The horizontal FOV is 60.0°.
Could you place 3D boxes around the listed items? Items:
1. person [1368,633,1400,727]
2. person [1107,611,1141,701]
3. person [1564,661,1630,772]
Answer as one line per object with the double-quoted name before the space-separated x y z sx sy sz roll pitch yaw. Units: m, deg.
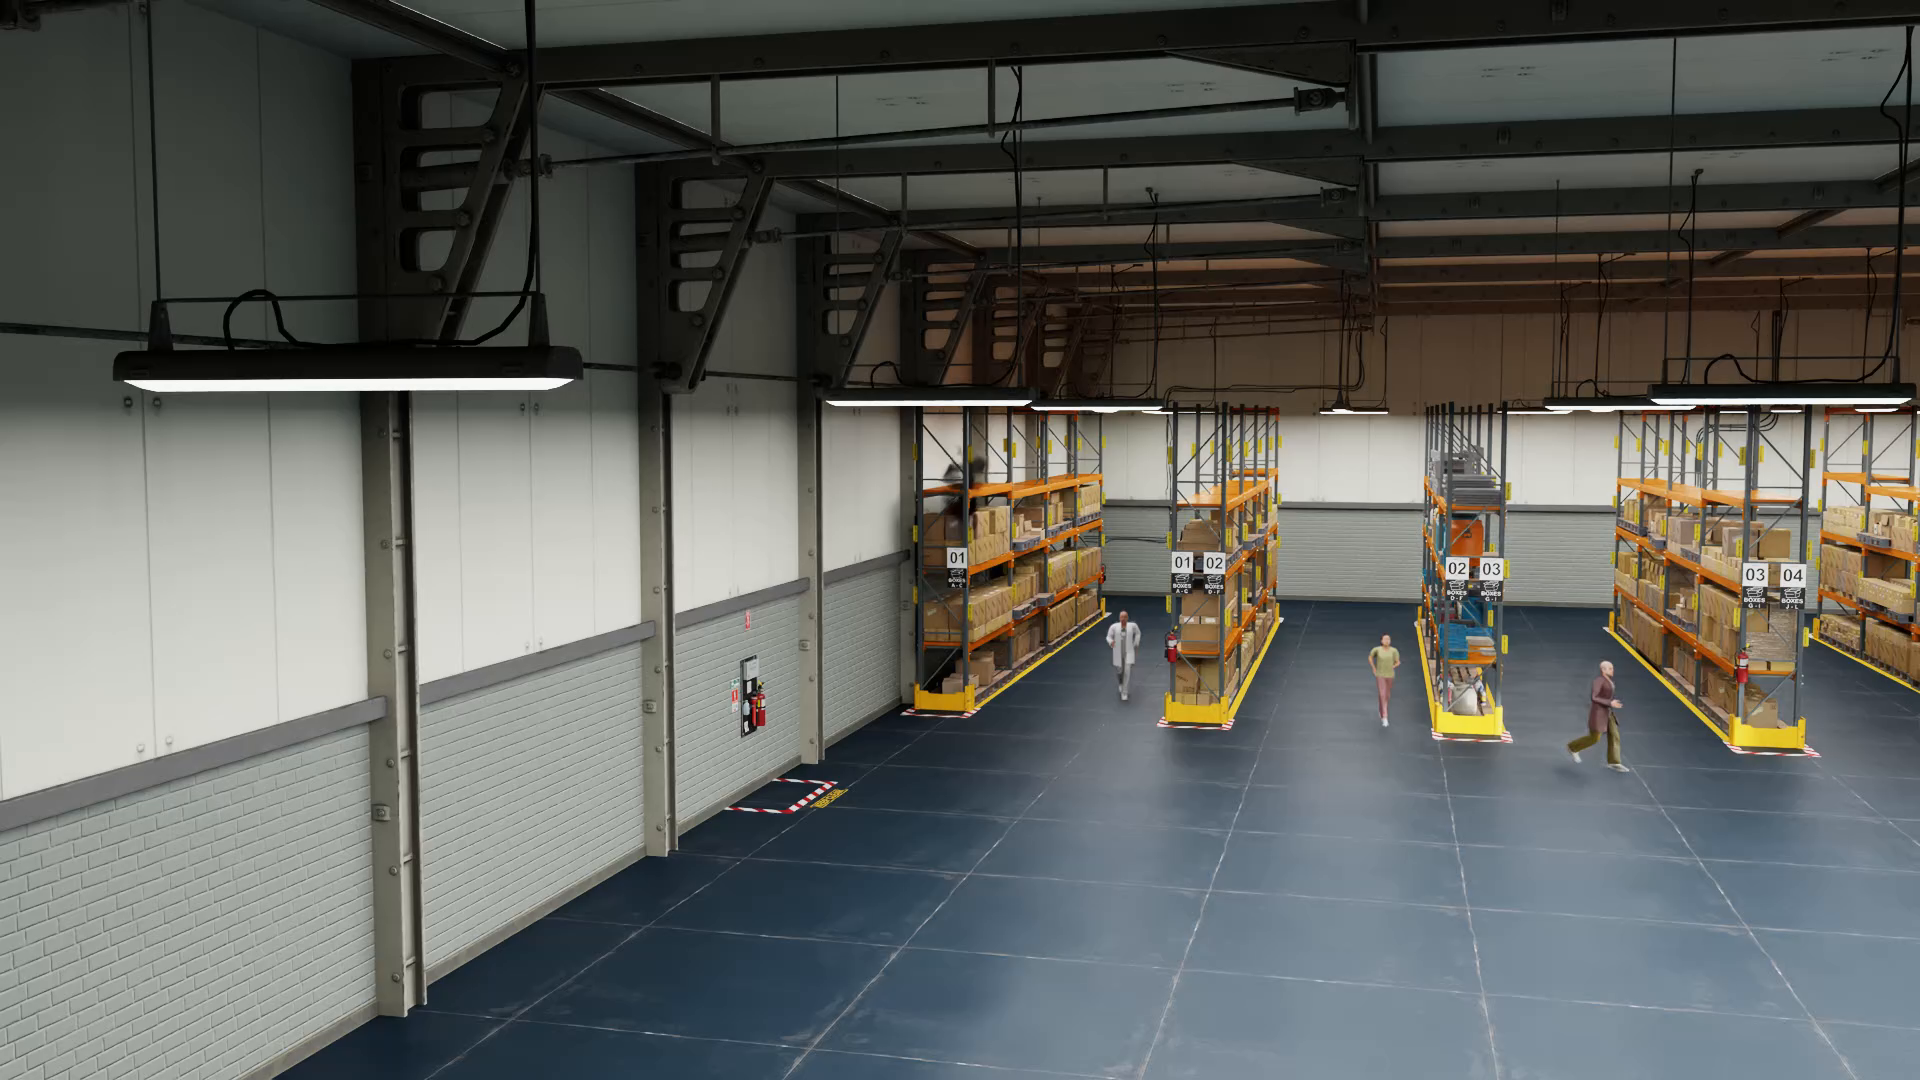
"person" 7.965 2.586 31.152 0.564 1.702 0.817 0 4 1
"person" 3.340 2.324 33.947 0.690 1.771 1.042 1 4 9
"person" 10.364 2.836 26.999 0.691 1.772 1.042 -4 6 -44
